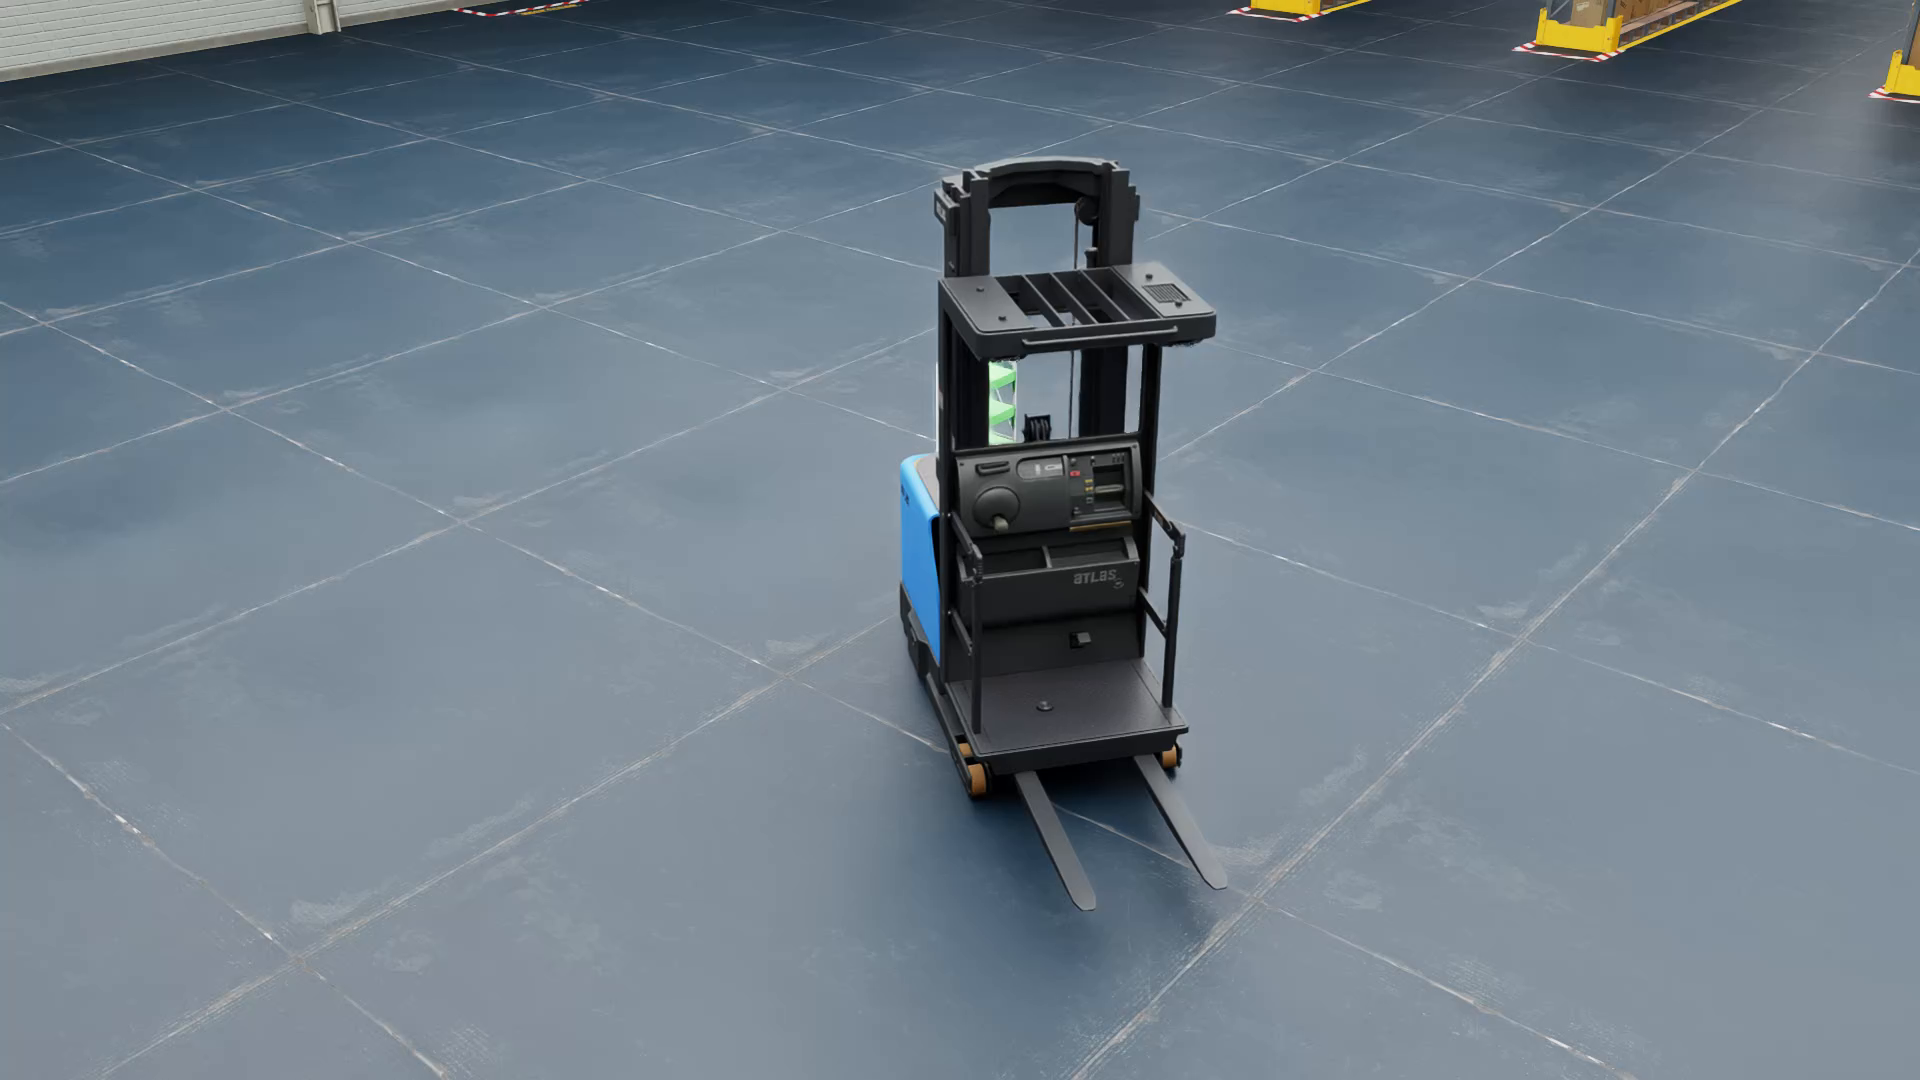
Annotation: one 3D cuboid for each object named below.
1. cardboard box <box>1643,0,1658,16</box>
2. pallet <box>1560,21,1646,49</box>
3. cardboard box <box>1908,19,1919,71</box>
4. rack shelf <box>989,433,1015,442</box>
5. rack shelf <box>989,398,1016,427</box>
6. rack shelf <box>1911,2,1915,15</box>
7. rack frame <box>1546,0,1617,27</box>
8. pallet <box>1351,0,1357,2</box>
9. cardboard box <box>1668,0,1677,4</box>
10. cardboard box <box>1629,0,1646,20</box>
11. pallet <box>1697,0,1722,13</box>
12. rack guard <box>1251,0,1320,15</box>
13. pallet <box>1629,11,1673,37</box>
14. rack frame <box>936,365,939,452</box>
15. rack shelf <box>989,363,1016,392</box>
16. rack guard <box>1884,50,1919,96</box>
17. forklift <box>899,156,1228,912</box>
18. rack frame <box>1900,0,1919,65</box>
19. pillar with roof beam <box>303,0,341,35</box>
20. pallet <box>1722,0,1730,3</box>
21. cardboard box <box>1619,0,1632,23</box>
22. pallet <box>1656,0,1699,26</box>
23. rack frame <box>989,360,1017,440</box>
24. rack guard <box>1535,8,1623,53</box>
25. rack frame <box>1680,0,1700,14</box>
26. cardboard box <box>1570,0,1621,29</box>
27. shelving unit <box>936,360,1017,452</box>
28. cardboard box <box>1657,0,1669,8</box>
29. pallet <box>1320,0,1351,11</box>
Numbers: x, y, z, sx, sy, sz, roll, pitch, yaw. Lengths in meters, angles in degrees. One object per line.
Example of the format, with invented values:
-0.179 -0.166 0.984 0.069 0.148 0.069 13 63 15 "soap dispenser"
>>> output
10.848 -8.695 26.556 0.500 0.500 0.500 17 32 30 "cardboard box"
9.874 -7.845 25.684 1.003 0.211 1.213 21 34 34 "pallet"
13.425 -6.796 22.477 0.875 0.875 0.875 21 34 35 "cardboard box"
0.105 -0.535 10.617 0.258 0.148 0.480 21 34 34 "rack shelf"
0.105 -0.748 10.507 0.258 0.148 0.480 21 34 34 "rack shelf"
14.317 -7.683 23.119 1.077 0.370 4.000 21 34 34 "rack shelf"
9.282 -8.779 24.455 1.000 3.000 0.127 21 34 34 "rack frame"
6.769 -9.745 29.358 1.003 0.211 1.213 21 34 34 "pallet"
11.541 -9.143 27.422 0.500 0.500 0.500 20 33 33 "cardboard box"
10.459 -8.510 26.199 0.500 0.500 0.500 25 36 39 "cardboard box"
12.320 -9.235 28.371 1.003 0.211 1.213 21 34 34 "pallet"
5.472 -9.157 27.906 1.175 0.500 0.348 21 34 34 "rack guard"
10.651 -8.275 26.517 1.003 0.211 1.213 21 34 34 "pallet"
-0.050 -0.505 10.421 0.240 1.200 0.015 21 34 34 "rack frame"
0.105 -0.961 10.397 0.258 0.148 0.480 21 34 34 "rack shelf"
13.030 -6.174 22.141 1.175 0.500 0.348 21 34 34 "rack guard"
0.495 -0.216 7.978 1.130 2.935 3.031 -6 28 -12 "forklift"
13.045 -7.293 21.583 1.000 3.000 0.127 21 34 34 "rack frame"
-6.718 -10.774 21.784 9.100 9.000 0.400 21 34 34 "pillar with roof beam"
13.096 -9.669 29.211 1.003 0.211 1.213 21 34 34 "pallet"
10.046 -8.293 25.780 0.500 0.500 0.500 -18 32 -31 "cardboard box"
11.426 -8.710 27.357 1.003 0.211 1.213 21 34 34 "pallet"
0.261 -0.678 10.755 0.240 1.200 0.015 21 34 34 "rack frame"
9.330 -7.695 25.081 1.175 0.500 0.348 21 34 34 "rack guard"
11.826 -10.197 27.196 1.000 3.000 0.127 21 34 34 "rack frame"
9.692 -8.071 25.351 0.500 0.500 0.500 -21 34 -35 "cardboard box"
0.105 -0.592 10.588 0.258 1.200 0.503 21 34 34 "shelving unit"
11.183 -8.938 27.026 0.500 0.500 0.500 -16 31 -28 "cardboard box"
5.993 -9.315 28.526 1.003 0.211 1.213 21 34 34 "pallet"
